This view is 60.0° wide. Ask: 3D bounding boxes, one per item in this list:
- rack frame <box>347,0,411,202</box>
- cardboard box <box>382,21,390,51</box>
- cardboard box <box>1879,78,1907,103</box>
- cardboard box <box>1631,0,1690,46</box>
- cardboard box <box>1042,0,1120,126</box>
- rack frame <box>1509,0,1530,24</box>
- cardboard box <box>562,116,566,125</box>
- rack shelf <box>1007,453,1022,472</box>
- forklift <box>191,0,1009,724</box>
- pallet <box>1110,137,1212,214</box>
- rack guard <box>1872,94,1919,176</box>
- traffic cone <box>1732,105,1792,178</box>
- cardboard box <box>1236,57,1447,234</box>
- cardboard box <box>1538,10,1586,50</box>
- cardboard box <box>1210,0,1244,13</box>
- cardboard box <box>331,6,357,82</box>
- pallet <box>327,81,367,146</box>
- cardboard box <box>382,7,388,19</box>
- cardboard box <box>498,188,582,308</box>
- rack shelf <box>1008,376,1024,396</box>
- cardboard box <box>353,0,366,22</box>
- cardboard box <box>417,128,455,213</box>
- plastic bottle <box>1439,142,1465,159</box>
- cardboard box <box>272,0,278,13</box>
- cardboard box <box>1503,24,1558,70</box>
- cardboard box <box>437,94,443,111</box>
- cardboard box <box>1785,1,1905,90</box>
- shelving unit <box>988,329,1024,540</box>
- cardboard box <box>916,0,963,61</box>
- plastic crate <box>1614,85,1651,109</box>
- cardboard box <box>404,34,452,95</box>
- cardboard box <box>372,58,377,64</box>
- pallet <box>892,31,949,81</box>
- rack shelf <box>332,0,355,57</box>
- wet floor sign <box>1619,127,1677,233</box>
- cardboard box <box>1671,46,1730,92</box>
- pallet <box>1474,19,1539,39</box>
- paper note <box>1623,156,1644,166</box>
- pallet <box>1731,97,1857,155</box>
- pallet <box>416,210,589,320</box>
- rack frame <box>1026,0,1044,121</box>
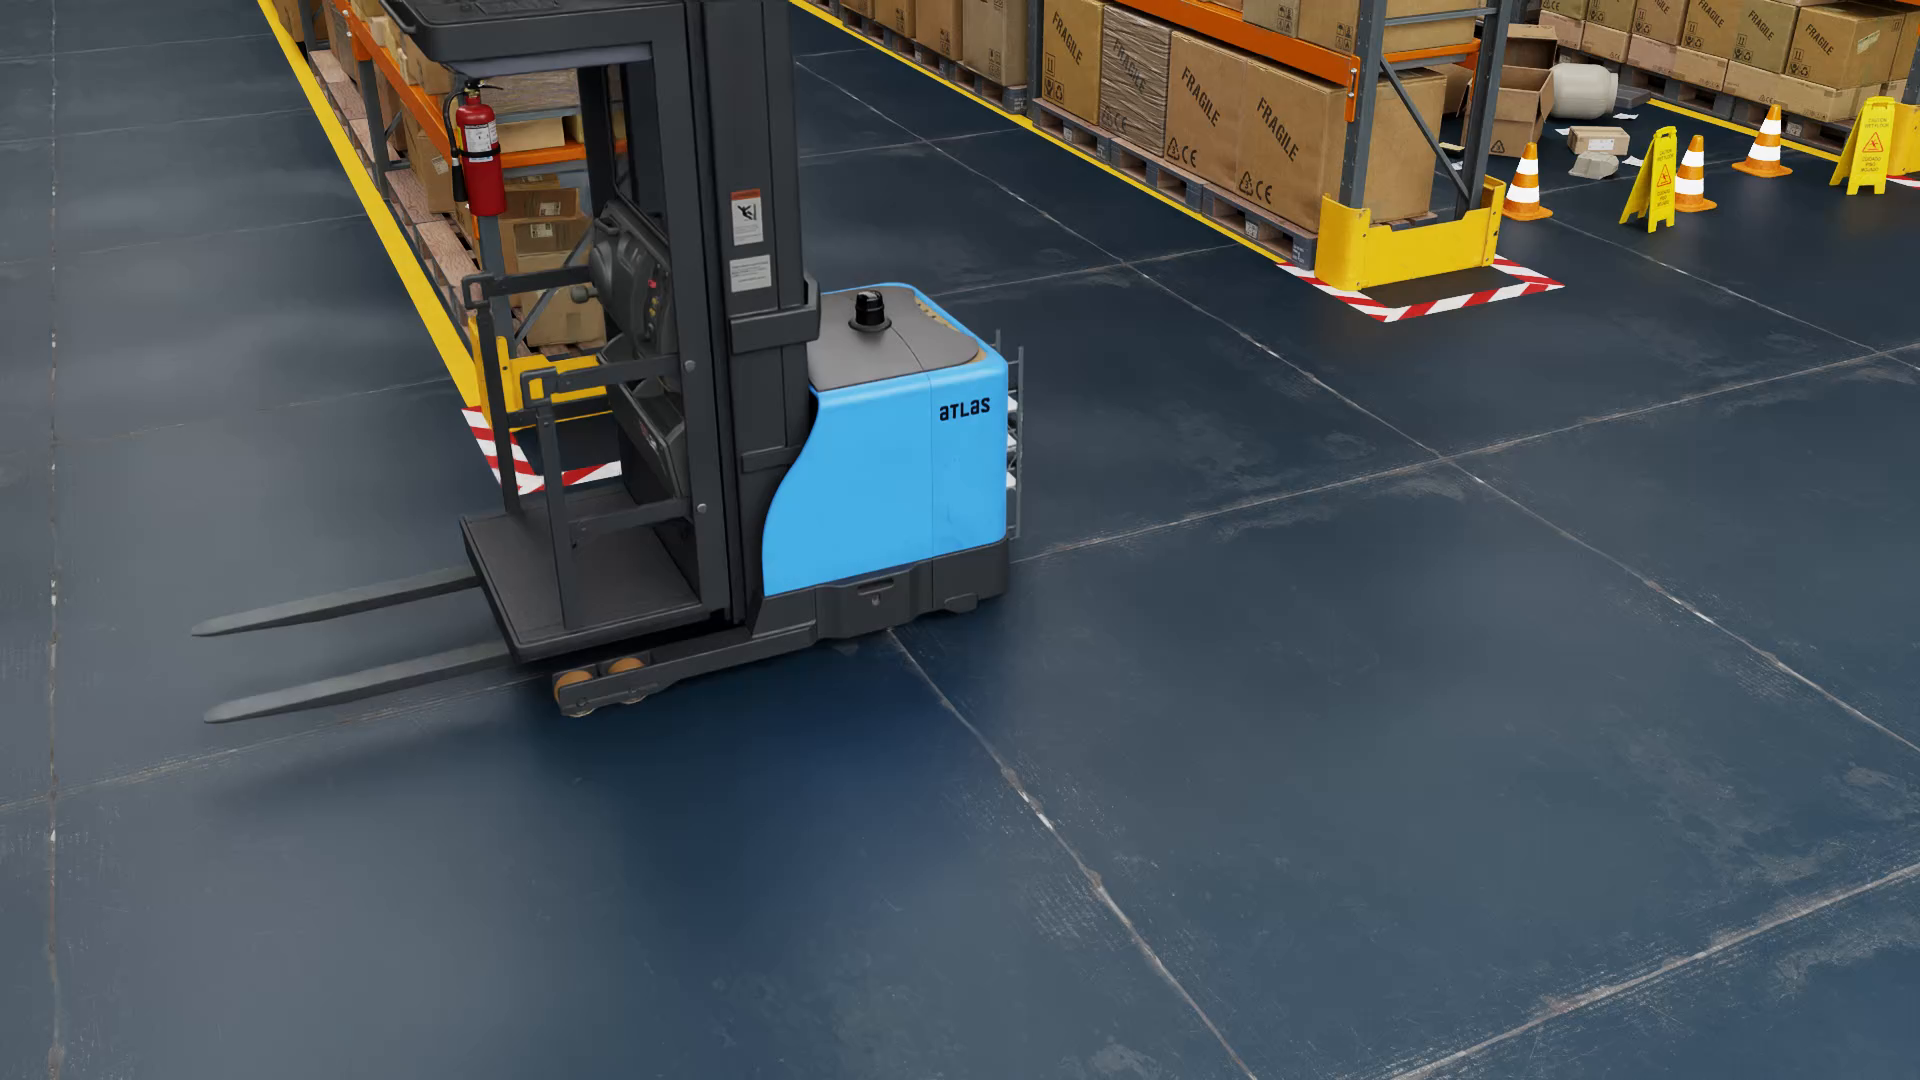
[{"bbox_3d":[-3.519,-3.755,10.879,1.000,3.000,0.127,-13,32,-22],"label":"rack frame"},{"bbox_3d":[-3.139,-2.940,9.683,0.380,0.149,0.250,-13,32,-22],"label":"cardboard box"},{"bbox_3d":[7.052,-3.467,12.748,0.500,0.250,0.500,-13,32,-22],"label":"cardboard box"},{"bbox_3d":[5.902,-4.366,13.584,0.500,0.500,0.500,-11,31,-19],"label":"cardboard box"},{"bbox_3d":[1.211,-3.716,12.552,0.875,0.875,0.875,-13,32,-21],"label":"cardboard box"},{"bbox_3d":[5.432,-5.836,14.590,1.000,3.000,0.127,-13,32,-22],"label":"rack frame"},{"bbox_3d":[-1.799,-2.169,8.308,0.380,0.149,0.250,-13,32,-22],"label":"cardboard box"},{"bbox_3d":[0.106,-0.314,7.142,0.258,0.077,0.200,-14,32,-23],"label":"rack shelf"},{"bbox_3d":[-1.359,-0.925,5.903,3.031,2.935,1.130,-13,32,-22],"label":"forklift"},{"bbox_3d":[1.788,-2.643,11.748,1.003,0.211,1.213,-13,32,-22],"label":"pallet"},{"bbox_3d":[7.116,-3.012,12.110,1.175,0.500,0.348,-13,32,-22],"label":"rack guard"},{"bbox_3d":[5.799,-2.881,11.915,0.336,0.463,0.334,-13,32,-22],"label":"traffic cone"},{"bbox_3d":[2.371,-2.527,10.432,0.875,0.875,0.875,-13,32,-22],"label":"cardboard box"},{"bbox_3d":[5.441,-4.502,14.594,0.500,0.250,0.500,-15,32,-24],"label":"cardboard box"},{"bbox_3d":[2.138,-3.717,10.658,0.875,0.550,0.550,-13,32,-22],"label":"cardboard box"},{"bbox_3d":[-4.681,-4.089,13.582,0.700,0.500,0.500,-16,33,-26],"label":"cardboard box"},{"bbox_3d":[-4.382,-3.422,13.137,1.003,0.211,1.213,-13,32,-22],"label":"pallet"},{"bbox_3d":[-2.893,-3.289,9.641,0.875,0.500,0.500,-13,32,-22],"label":"cardboard box"},{"bbox_3d":[-2.342,-1.617,9.193,0.500,0.500,0.500,-5,30,-9],"label":"cardboard box"},{"bbox_3d":[0.106,-0.628,6.966,0.258,0.077,0.200,-14,32,-23],"label":"rack shelf"},{"bbox_3d":[-3.603,-3.374,10.457,0.380,0.149,0.250,-13,32,-22],"label":"cardboard box"},{"bbox_3d":[-3.130,-2.411,10.610,0.500,0.500,0.500,-3,29,-6],"label":"cardboard box"},{"bbox_3d":[3.615,-2.904,12.367,0.283,0.061,0.133,26,38,38],"label":"plastic bottle"},{"bbox_3d":[-5.889,-5.483,15.704,1.225,0.875,0.875,-13,32,-22],"label":"cardboard box"},{"bbox_3d":[4.663,-3.987,13.847,0.500,0.500,0.500,7,30,13],"label":"cardboard box"},{"bbox_3d":[-2.464,-2.285,8.515,0.380,0.149,0.250,-13,32,-22],"label":"cardboard box"},{"bbox_3d":[6.569,-3.679,12.359,0.500,0.500,0.500,-13,32,-22],"label":"cardboard box"},{"bbox_3d":[0.106,-0.422,7.082,0.258,0.900,0.210,-14,32,-23],"label":"shelving unit"},{"bbox_3d":[0.246,-4.636,14.321,1.050,0.750,0.750,-13,32,-22],"label":"cardboard box"},{"bbox_3d":[5.365,-3.697,13.760,0.583,0.080,0.402,26,38,38],"label":"plastic crate"},{"bbox_3d":[-2.336,-2.606,8.424,0.875,0.500,0.500,-13,32,-22],"label":"cardboard box"},{"bbox_3d":[-3.951,-3.347,12.258,0.700,0.500,0.500,-13,32,-22],"label":"cardboard box"},{"bbox_3d":[0.077,-4.400,14.881,1.003,0.211,1.213,-13,32,-22],"label":"pallet"},{"bbox_3d":[-4.377,-4.325,12.631,1.077,0.370,4.000,-13,32,-22],"label":"rack shelf"},{"bbox_3d":[4.522,-2.361,10.800,0.267,0.644,0.232,-19,35,-30],"label":"wet floor sign"},{"bbox_3d":[6.114,-3.814,13.366,0.500,0.250,0.500,-14,32,-24],"label":"cardboard box"},{"bbox_3d":[5.096,-4.963,15.885,1.003,0.211,1.213,-13,32,-22],"label":"pallet"},{"bbox_3d":[4.945,-2.773,12.165,0.142,0.019,0.148,26,38,38],"label":"paper note"},{"bbox_3d":[6.799,-3.252,12.834,1.003,0.211,1.213,-13,32,-22],"label":"pallet"},{"bbox_3d":[-2.671,-1.710,10.083,1.003,0.211,1.213,-13,32,-22],"label":"pallet"},{"bbox_3d":[1.004,-4.752,12.657,1.000,3.000,0.127,-13,32,-22],"label":"rack frame"}]
